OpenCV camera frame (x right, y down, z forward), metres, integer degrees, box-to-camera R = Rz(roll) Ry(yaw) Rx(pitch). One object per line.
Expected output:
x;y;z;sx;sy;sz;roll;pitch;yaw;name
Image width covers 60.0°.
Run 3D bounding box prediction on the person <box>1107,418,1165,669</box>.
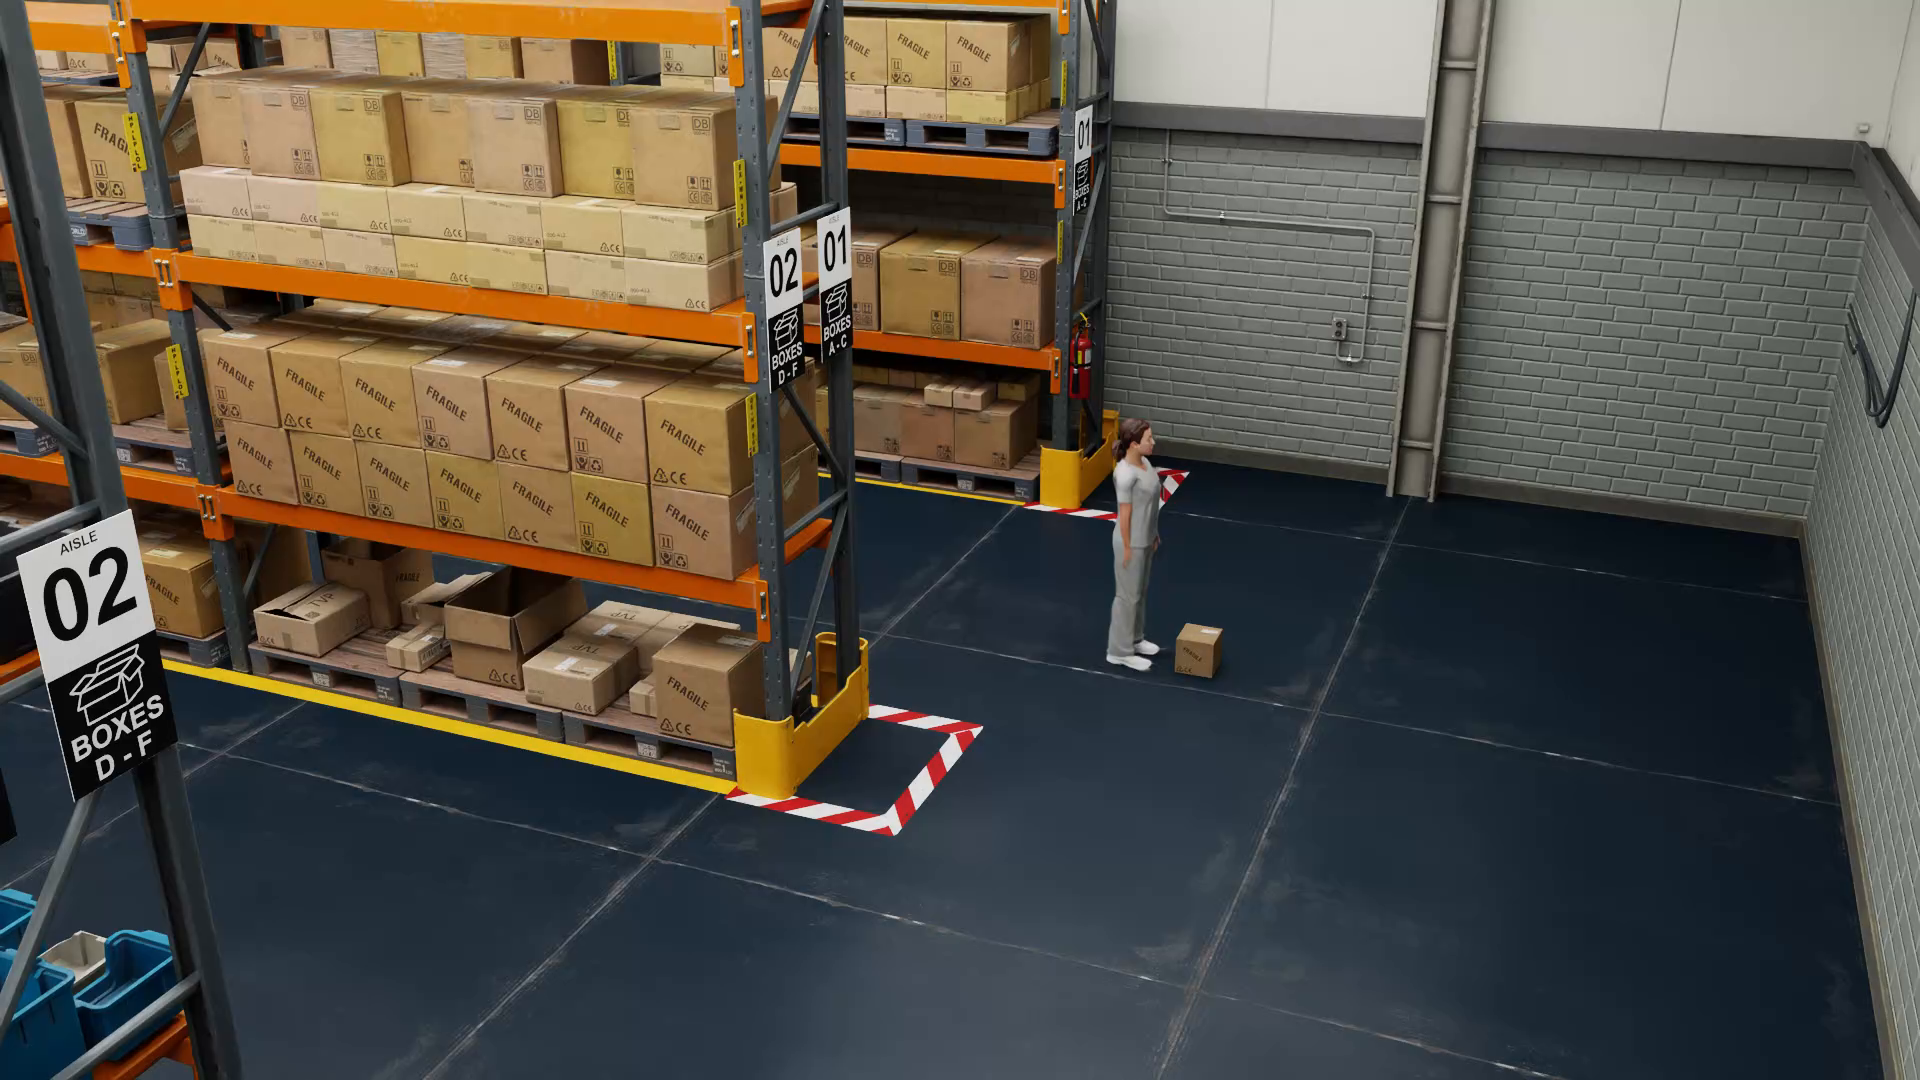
1.147;0.006;10.905;0.380;1.675;0.439;9;24;21;person
